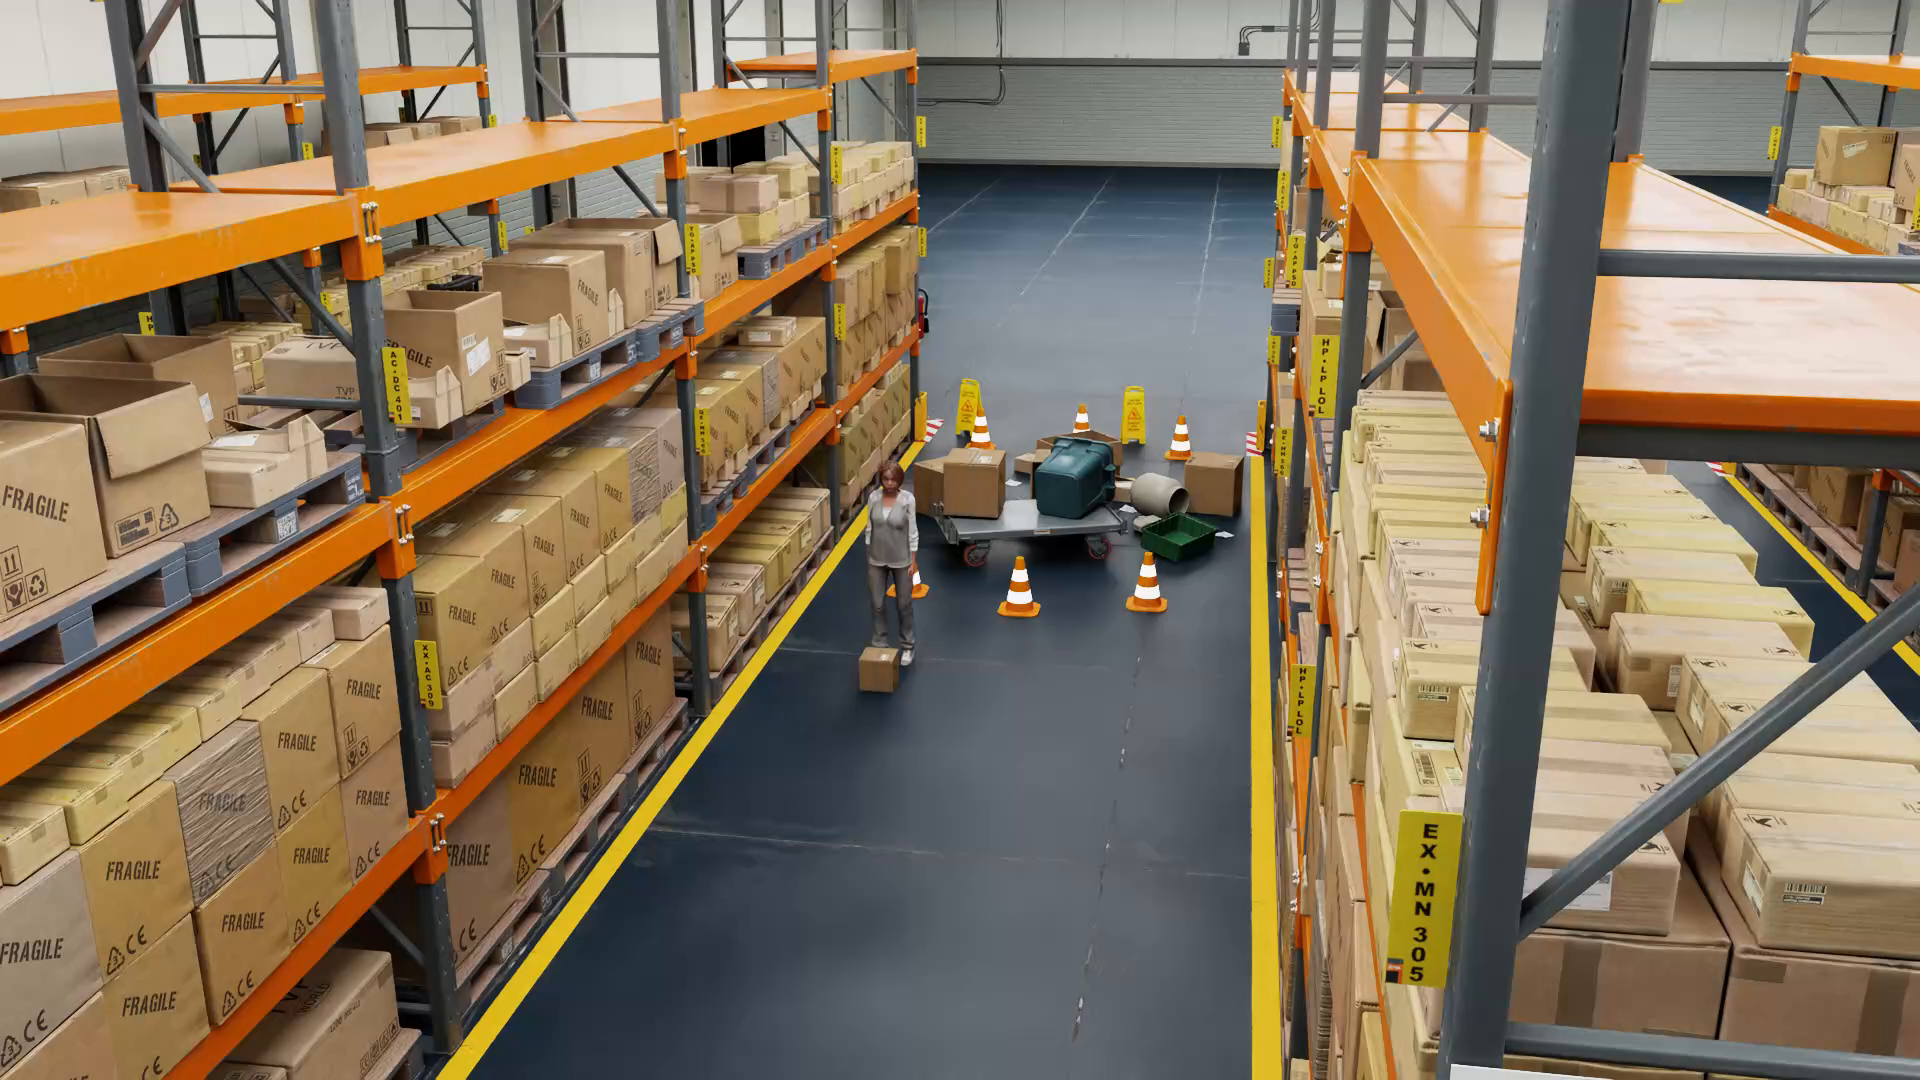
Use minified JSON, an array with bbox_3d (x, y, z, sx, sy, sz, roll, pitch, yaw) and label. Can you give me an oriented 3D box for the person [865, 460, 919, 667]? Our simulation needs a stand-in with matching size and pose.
[{"bbox_3d":[-0.511,0.193,12.545,0.407,1.634,0.341,3,18,10],"label":"person"}]
